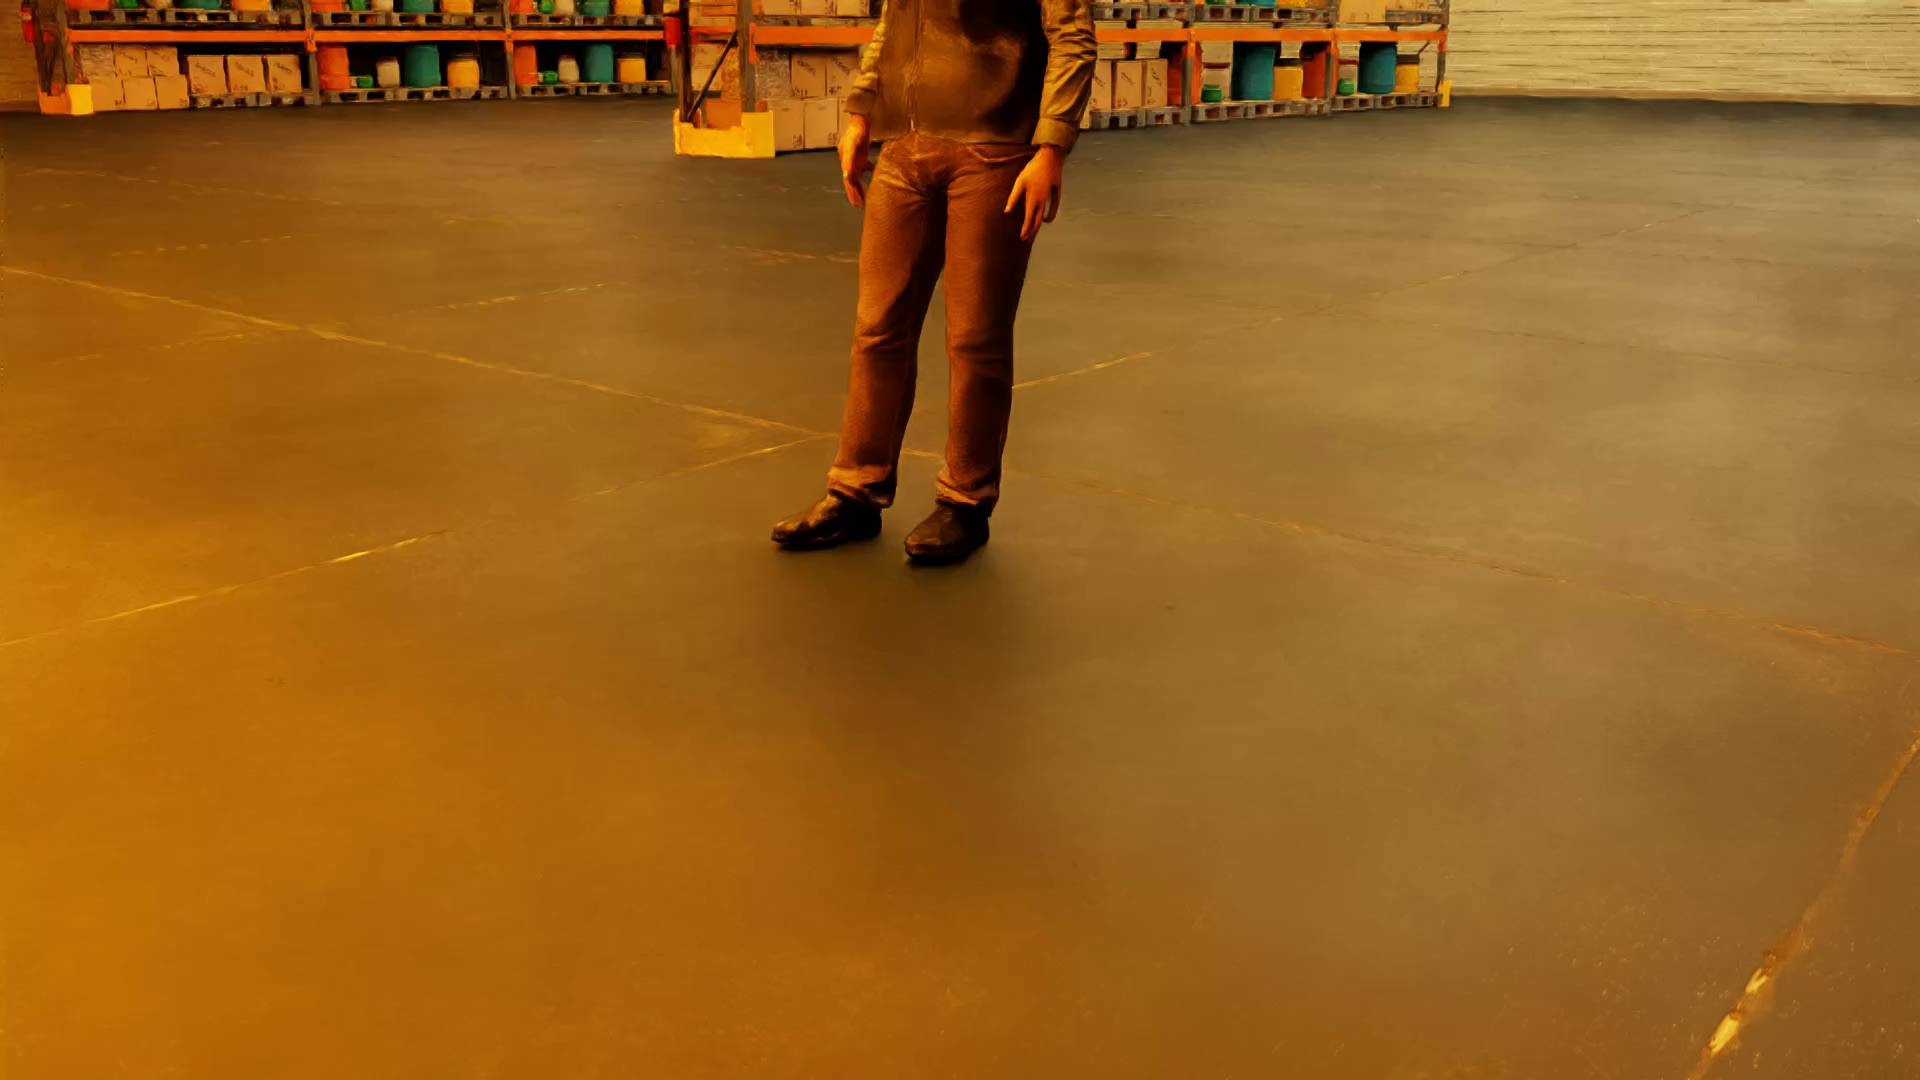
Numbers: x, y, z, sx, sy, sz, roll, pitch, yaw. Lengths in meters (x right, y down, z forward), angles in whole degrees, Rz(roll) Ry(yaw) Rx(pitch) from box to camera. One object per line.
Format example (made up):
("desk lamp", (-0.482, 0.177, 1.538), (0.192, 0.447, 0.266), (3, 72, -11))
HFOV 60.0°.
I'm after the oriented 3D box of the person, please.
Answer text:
("person", (-0.046, -0.818, 3.649), (0.632, 1.720, 0.567), (13, 21, 37))
